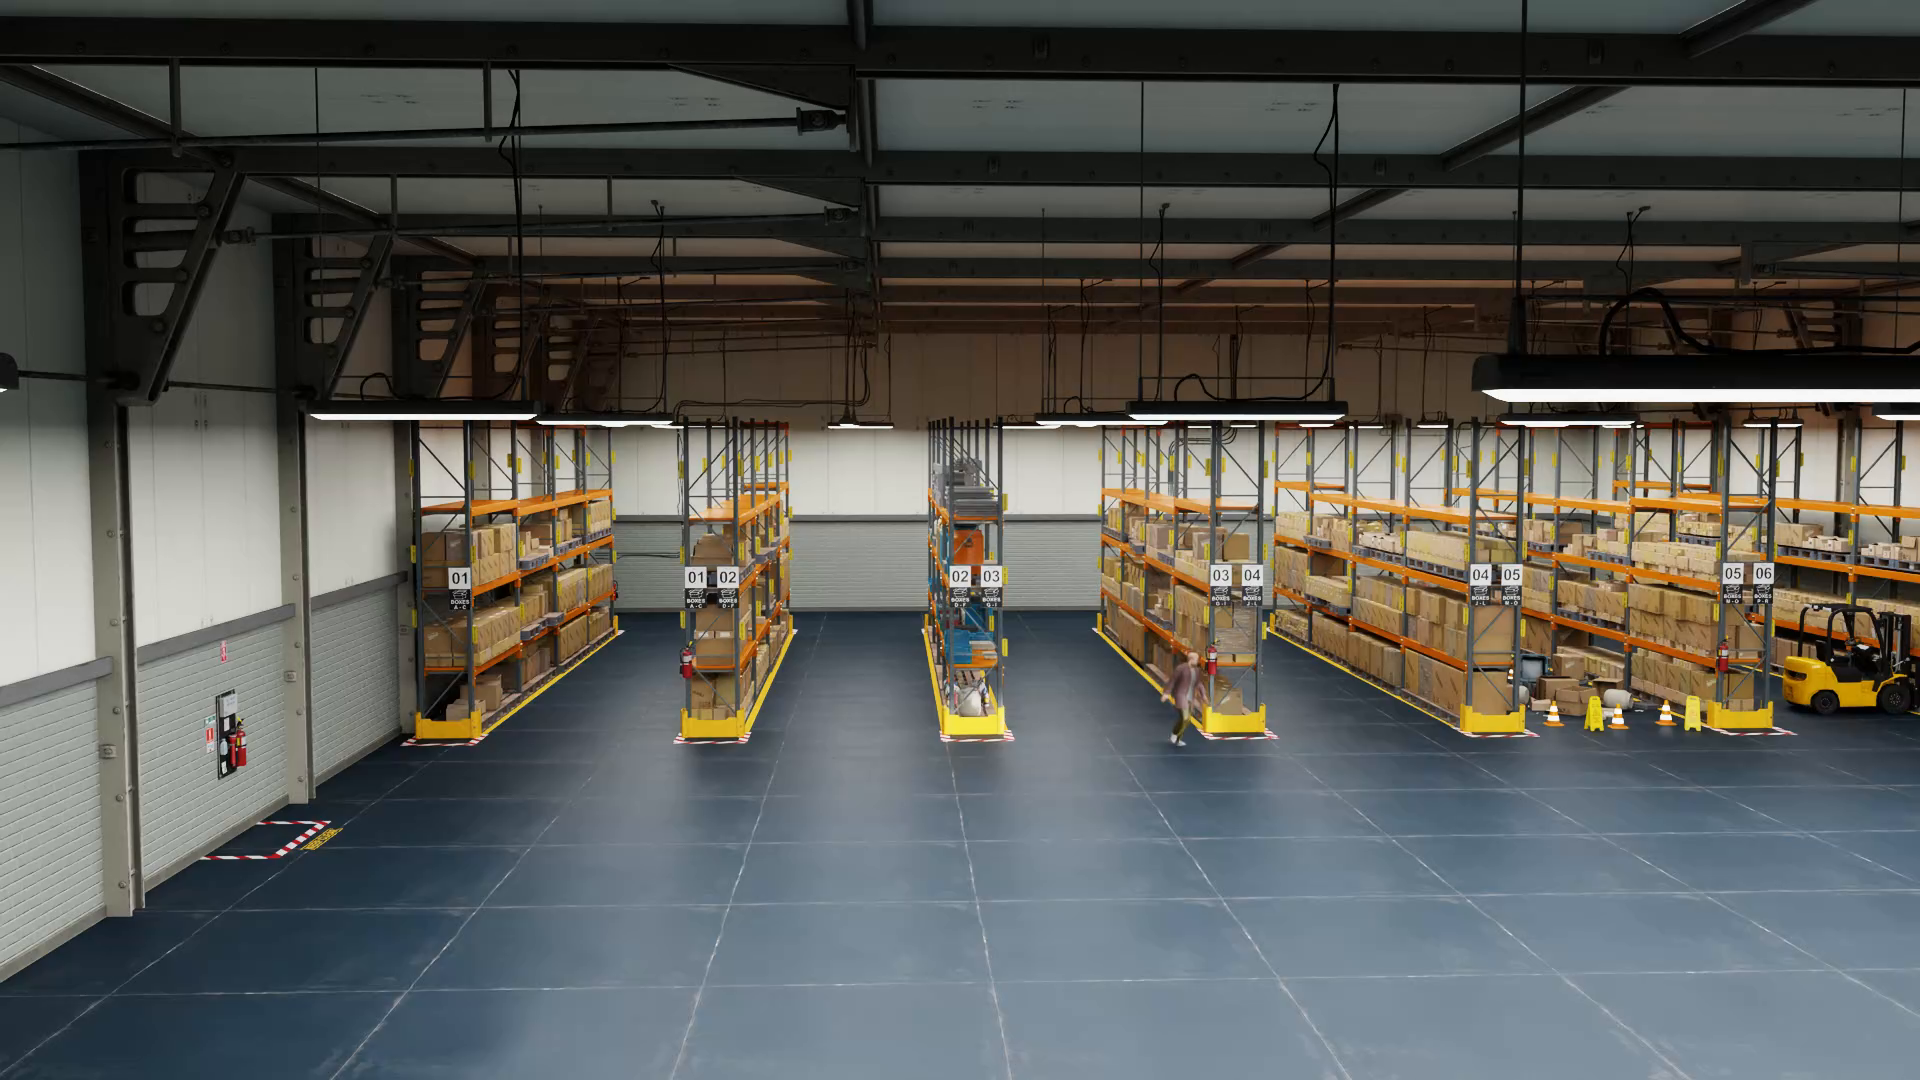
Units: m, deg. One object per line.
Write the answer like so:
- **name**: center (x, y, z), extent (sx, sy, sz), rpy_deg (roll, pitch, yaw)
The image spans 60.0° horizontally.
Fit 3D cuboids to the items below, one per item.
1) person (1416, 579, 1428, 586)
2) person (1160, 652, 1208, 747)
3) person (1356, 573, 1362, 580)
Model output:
- **person**: center (13.670, 1.632, 49.189), extent (0.794, 1.817, 0.644), rpy_deg (0, 4, 0)
- **person**: center (4.080, 2.887, 30.165), extent (0.721, 1.739, 0.676), rpy_deg (-3, 5, -38)
- **person**: center (11.372, 1.810, 46.903), extent (0.704, 1.720, 0.885), rpy_deg (-2, 4, -26)
